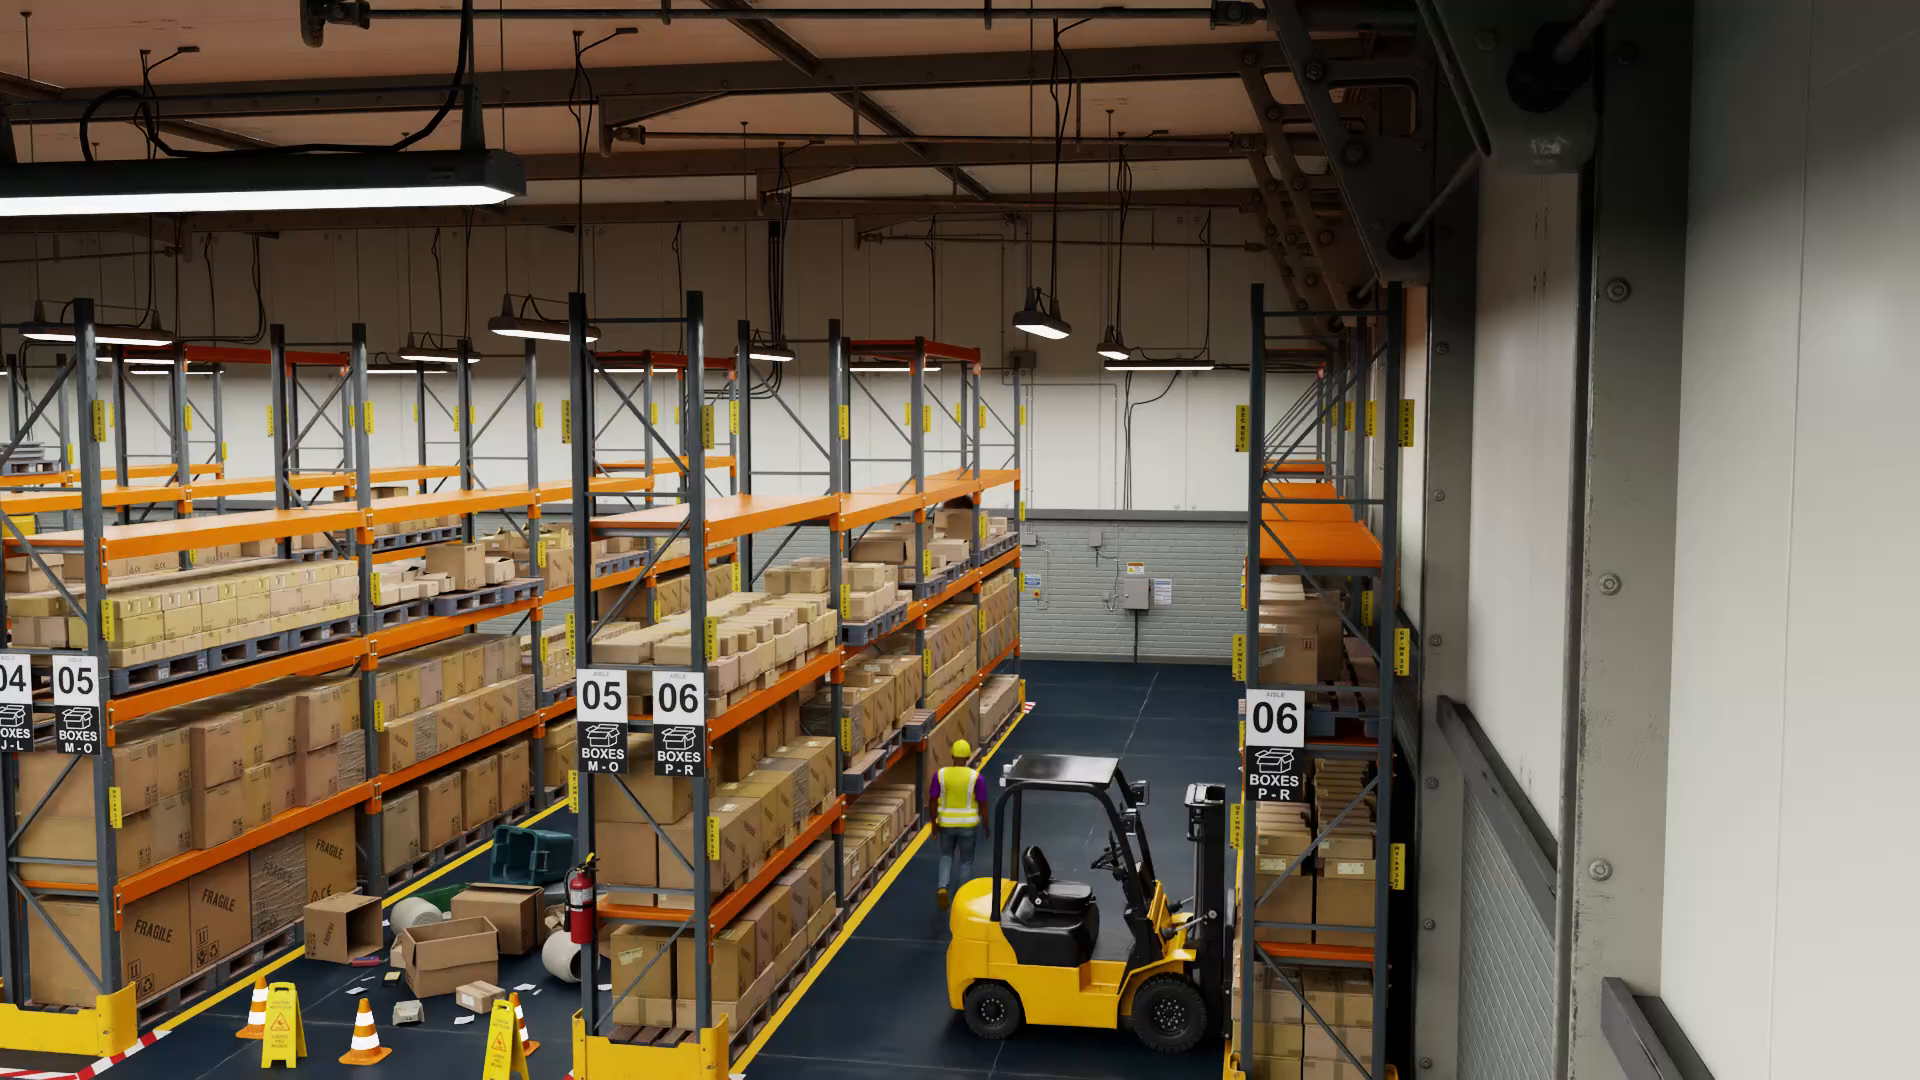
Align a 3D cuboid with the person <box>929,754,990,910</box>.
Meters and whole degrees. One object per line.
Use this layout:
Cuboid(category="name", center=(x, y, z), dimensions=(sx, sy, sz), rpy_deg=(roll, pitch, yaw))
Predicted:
Cuboid(category="person", center=(-0.011, 2.925, 16.931), dimensions=(0.593, 1.714, 0.463), rpy_deg=(1, 5, 13))
